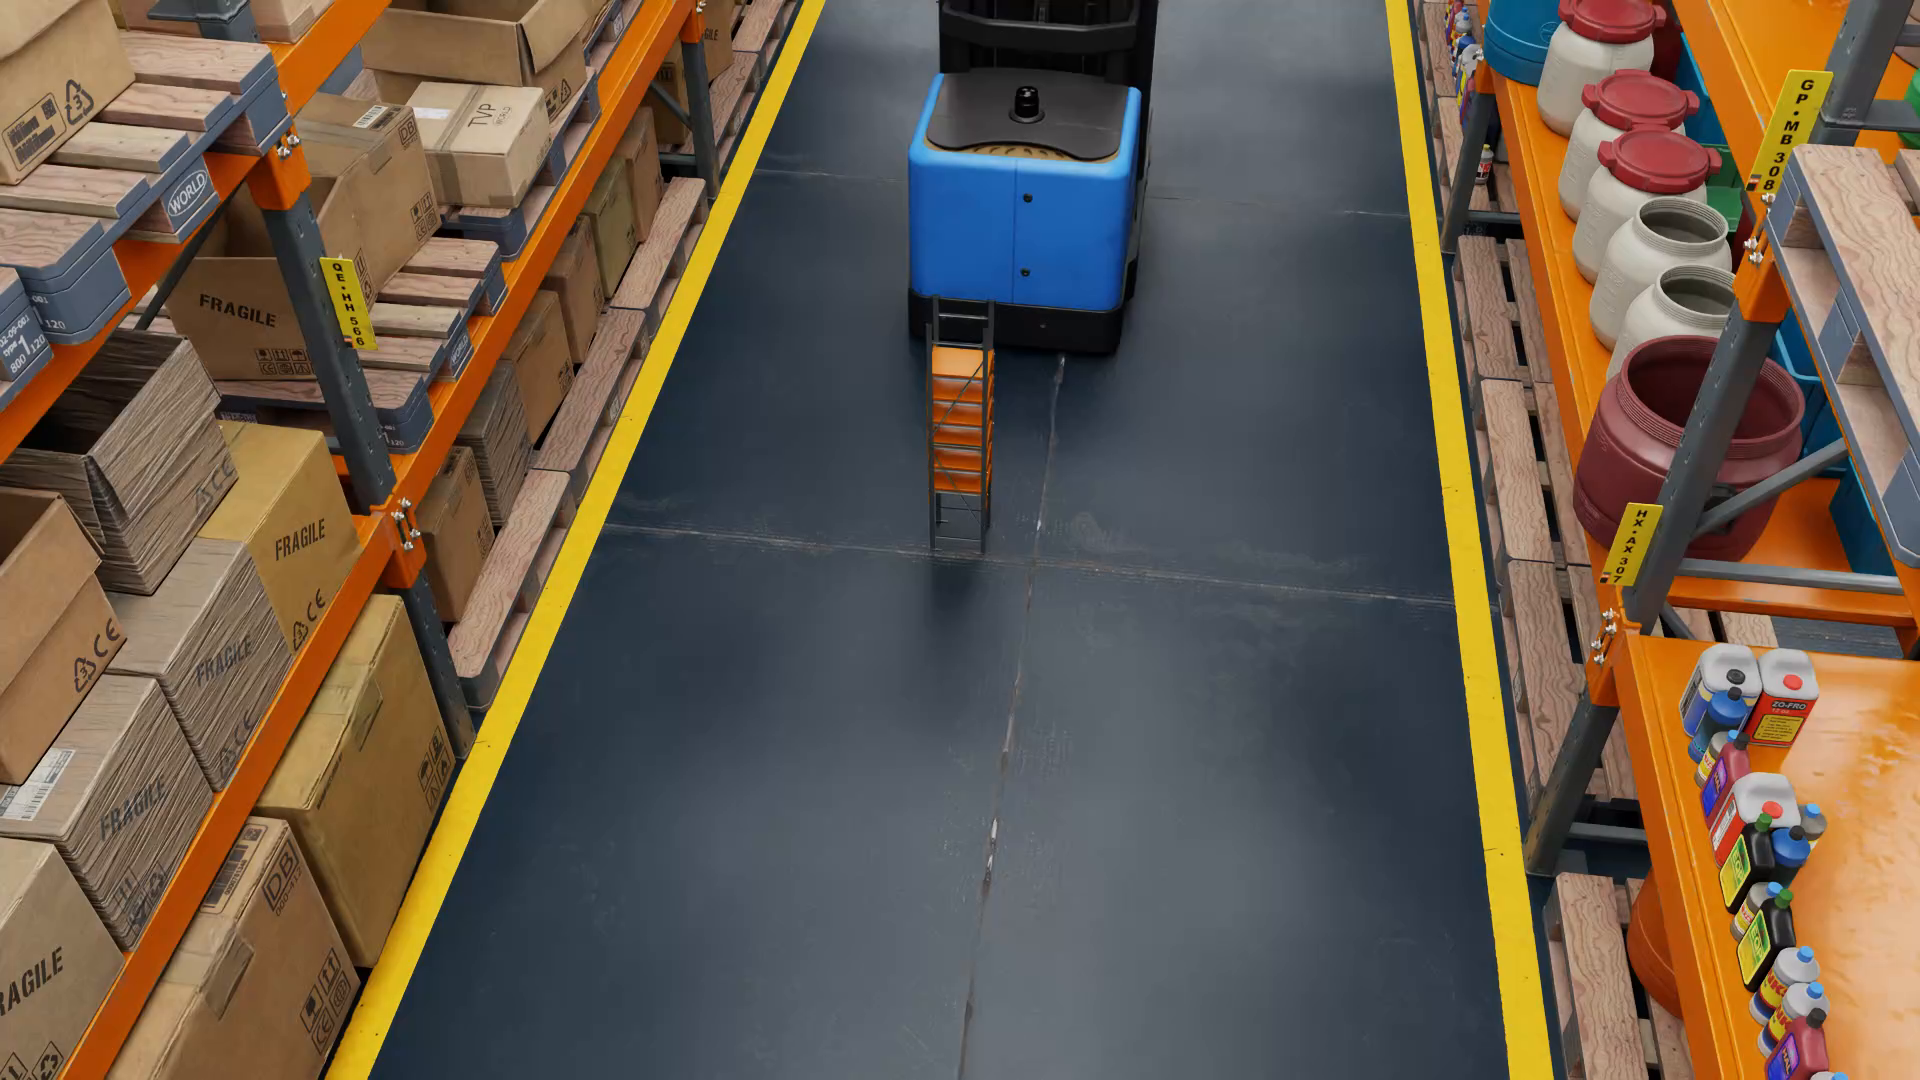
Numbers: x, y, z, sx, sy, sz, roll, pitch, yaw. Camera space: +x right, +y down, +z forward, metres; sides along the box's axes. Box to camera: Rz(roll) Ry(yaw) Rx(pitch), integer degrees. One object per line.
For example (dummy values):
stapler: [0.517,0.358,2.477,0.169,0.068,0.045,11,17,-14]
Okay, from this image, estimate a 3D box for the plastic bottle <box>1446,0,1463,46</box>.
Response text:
plastic bottle: [2.996,-3.145,10.046,0.061,0.283,0.133,6,44,6]

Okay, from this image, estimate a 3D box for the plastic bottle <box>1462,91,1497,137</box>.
plastic bottle: [2.889,-2.400,9.209,0.144,0.351,0.185,3,44,3]

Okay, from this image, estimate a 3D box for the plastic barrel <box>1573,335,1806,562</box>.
plastic barrel: [2.296,-0.273,5.258,0.600,0.536,0.708,5,44,6]

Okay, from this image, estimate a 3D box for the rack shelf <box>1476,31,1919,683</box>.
rack shelf: [2.799,-0.982,6.628,1.077,0.370,4.000,5,44,6]

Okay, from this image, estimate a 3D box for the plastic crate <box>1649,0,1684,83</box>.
plastic crate: [3.303,-2.271,7.421,0.402,0.464,0.583,5,44,6]

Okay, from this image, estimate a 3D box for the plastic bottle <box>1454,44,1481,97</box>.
plastic bottle: [2.957,-2.703,9.584,0.152,0.276,0.135,6,44,6]

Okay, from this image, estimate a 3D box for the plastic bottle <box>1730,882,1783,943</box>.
plastic bottle: [2.036,0.941,4.219,0.097,0.201,0.097,0,43,0]

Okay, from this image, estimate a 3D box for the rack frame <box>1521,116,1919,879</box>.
rack frame: [2.535,0.120,4.941,1.000,3.000,0.127,5,44,6]

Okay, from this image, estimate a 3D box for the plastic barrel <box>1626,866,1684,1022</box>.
plastic barrel: [2.487,1.091,5.189,0.600,0.830,0.708,5,44,6]

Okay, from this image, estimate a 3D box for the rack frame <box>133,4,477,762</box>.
rack frame: [-2.374,-0.330,5.417,1.000,3.000,0.127,5,44,6]

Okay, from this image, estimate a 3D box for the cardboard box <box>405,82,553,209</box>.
cardboard box: [-1.925,-1.549,6.508,0.500,0.250,0.500,4,44,4]

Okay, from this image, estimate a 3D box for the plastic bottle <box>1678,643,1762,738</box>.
plastic bottle: [2.157,0.431,4.704,0.152,0.276,0.135,5,44,6]

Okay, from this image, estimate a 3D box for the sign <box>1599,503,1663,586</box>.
sign: [1.989,0.016,4.933,0.100,0.325,0.005,5,44,6]

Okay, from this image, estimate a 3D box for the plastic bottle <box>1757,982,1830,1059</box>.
plastic bottle: [1.993,1.139,3.959,0.097,0.271,0.097,0,43,0]

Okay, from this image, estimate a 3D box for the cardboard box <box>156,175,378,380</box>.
cardboard box: [-2.343,-0.890,5.631,0.500,0.500,0.500,0,43,0]

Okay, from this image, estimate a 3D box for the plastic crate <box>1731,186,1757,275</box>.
plastic crate: [3.052,-0.977,6.053,0.402,0.464,0.583,5,44,6]

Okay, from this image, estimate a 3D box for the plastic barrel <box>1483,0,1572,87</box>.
plastic barrel: [2.713,-2.552,7.399,0.600,0.901,0.708,5,44,6]

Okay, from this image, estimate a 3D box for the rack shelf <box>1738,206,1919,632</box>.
rack shelf: [2.271,0.655,2.718,1.077,0.370,4.000,5,44,6]

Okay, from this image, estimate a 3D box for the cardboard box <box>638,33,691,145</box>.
cardboard box: [-1.753,-2.570,9.295,0.500,0.500,0.500,4,44,4]

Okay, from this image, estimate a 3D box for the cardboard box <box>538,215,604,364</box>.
cardboard box: [-2.103,-1.187,7.820,0.700,0.500,0.500,2,43,2]

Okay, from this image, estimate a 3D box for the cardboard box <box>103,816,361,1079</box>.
cardboard box: [-2.612,1.364,4.867,1.225,0.875,0.875,5,44,6]

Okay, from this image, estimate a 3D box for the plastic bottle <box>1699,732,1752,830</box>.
plastic bottle: [2.069,0.648,4.469,0.061,0.283,0.133,5,44,6]

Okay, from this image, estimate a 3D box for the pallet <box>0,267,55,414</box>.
pallet: [-2.552,-0.145,3.177,1.003,0.211,1.213,7,44,7]

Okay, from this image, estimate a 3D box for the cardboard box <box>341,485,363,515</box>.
cardboard box: [-2.316,-0.314,6.352,0.500,0.250,0.500,7,44,7]

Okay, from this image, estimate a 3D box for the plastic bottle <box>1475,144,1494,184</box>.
plastic bottle: [2.803,-2.025,8.922,0.097,0.201,0.097,0,43,0]

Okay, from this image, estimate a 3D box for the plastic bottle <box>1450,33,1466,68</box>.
plastic bottle: [2.972,-2.899,9.845,0.097,0.201,0.097,0,43,0]

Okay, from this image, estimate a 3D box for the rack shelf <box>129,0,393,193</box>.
rack shelf: [-2.110,-2.521,6.072,1.077,0.370,4.000,5,44,6]

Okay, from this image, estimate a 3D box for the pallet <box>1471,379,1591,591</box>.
pallet: [2.840,-0.221,7.330,1.003,0.211,1.213,5,44,6]

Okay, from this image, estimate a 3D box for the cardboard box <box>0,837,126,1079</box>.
cardboard box: [-2.399,1.033,3.905,0.500,0.500,0.500,6,44,6]

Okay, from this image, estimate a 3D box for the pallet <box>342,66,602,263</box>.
pallet: [-2.153,-1.613,6.912,1.003,0.211,1.213,5,44,6]

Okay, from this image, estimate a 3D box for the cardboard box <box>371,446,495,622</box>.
cardboard box: [-2.306,-0.041,6.609,0.700,0.500,0.500,3,44,3]

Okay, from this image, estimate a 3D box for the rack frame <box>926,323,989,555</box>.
rack frame: [-0.010,-0.383,6.782,0.240,1.200,0.006,5,44,6]

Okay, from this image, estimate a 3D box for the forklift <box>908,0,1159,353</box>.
forklift: [0.476,-2.997,8.284,1.130,2.935,3.031,6,44,6]

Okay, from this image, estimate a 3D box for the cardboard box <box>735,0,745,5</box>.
cardboard box: [-1.563,-3.768,10.560,0.500,0.500,0.500,9,44,9]

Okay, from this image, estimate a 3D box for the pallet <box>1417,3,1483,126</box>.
pallet: [3.353,-2.881,10.139,1.003,0.211,1.213,5,44,6]

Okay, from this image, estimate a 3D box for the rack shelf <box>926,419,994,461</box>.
rack shelf: [0.002,-0.413,6.878,0.258,0.103,0.180,5,44,6]

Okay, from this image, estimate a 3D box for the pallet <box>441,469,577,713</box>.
pallet: [-2.270,0.150,6.938,1.003,0.211,1.213,5,44,6]

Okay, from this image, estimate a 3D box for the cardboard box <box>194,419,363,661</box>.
cardboard box: [-2.194,-0.008,5.004,0.500,0.500,0.500,6,44,7]

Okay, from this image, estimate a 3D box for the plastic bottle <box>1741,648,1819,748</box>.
plastic bottle: [2.308,0.445,4.689,0.152,0.276,0.135,5,44,6]

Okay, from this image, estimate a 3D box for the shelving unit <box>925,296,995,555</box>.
shelving unit: [0.002,-0.446,6.848,0.258,1.200,0.189,5,44,6]

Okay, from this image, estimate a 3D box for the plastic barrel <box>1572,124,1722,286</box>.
plastic barrel: [2.566,-1.228,6.267,0.433,0.535,0.433,0,43,0]

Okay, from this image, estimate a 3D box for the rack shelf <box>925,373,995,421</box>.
rack shelf: [0.002,-0.588,6.713,0.258,0.103,0.180,5,44,6]

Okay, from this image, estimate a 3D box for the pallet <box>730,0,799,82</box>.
pallet: [-1.633,-3.338,10.622,1.003,0.211,1.213,5,44,6]
